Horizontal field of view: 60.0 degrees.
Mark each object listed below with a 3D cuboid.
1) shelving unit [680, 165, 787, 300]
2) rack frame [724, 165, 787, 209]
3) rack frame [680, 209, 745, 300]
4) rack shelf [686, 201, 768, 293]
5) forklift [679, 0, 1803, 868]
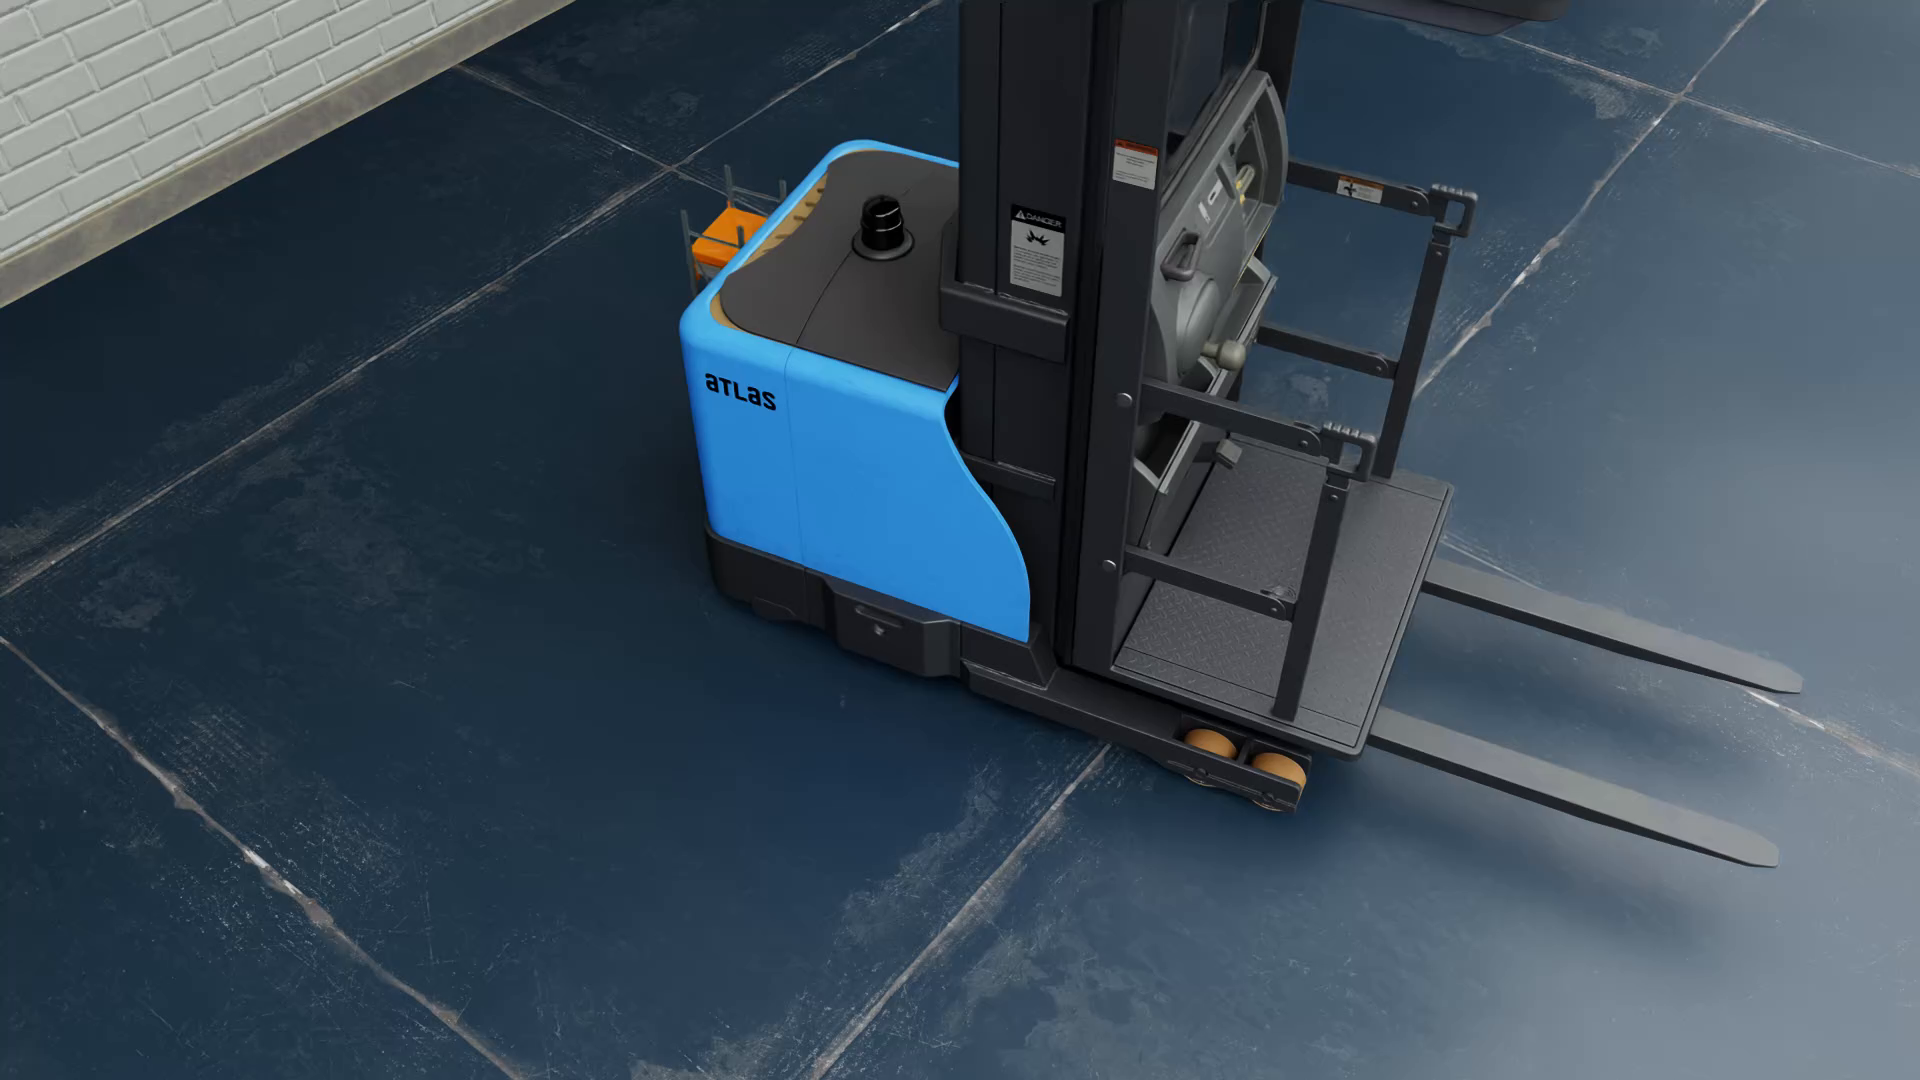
[{"bbox_3d":[-0.645,-0.618,5.114,0.215,1.050,0.252,18,49,17],"label":"shelving unit"},{"bbox_3d":[-0.594,-0.698,5.191,0.200,1.050,0.008,18,49,17],"label":"rack frame"},{"bbox_3d":[-0.696,-0.538,5.037,0.200,1.050,0.008,18,49,17],"label":"rack frame"},{"bbox_3d":[-0.645,-0.807,4.917,0.215,0.259,0.240,18,49,17],"label":"rack shelf"},{"bbox_3d":[0.807,-0.715,3.906,3.031,2.935,1.130,18,49,17],"label":"forklift"}]
